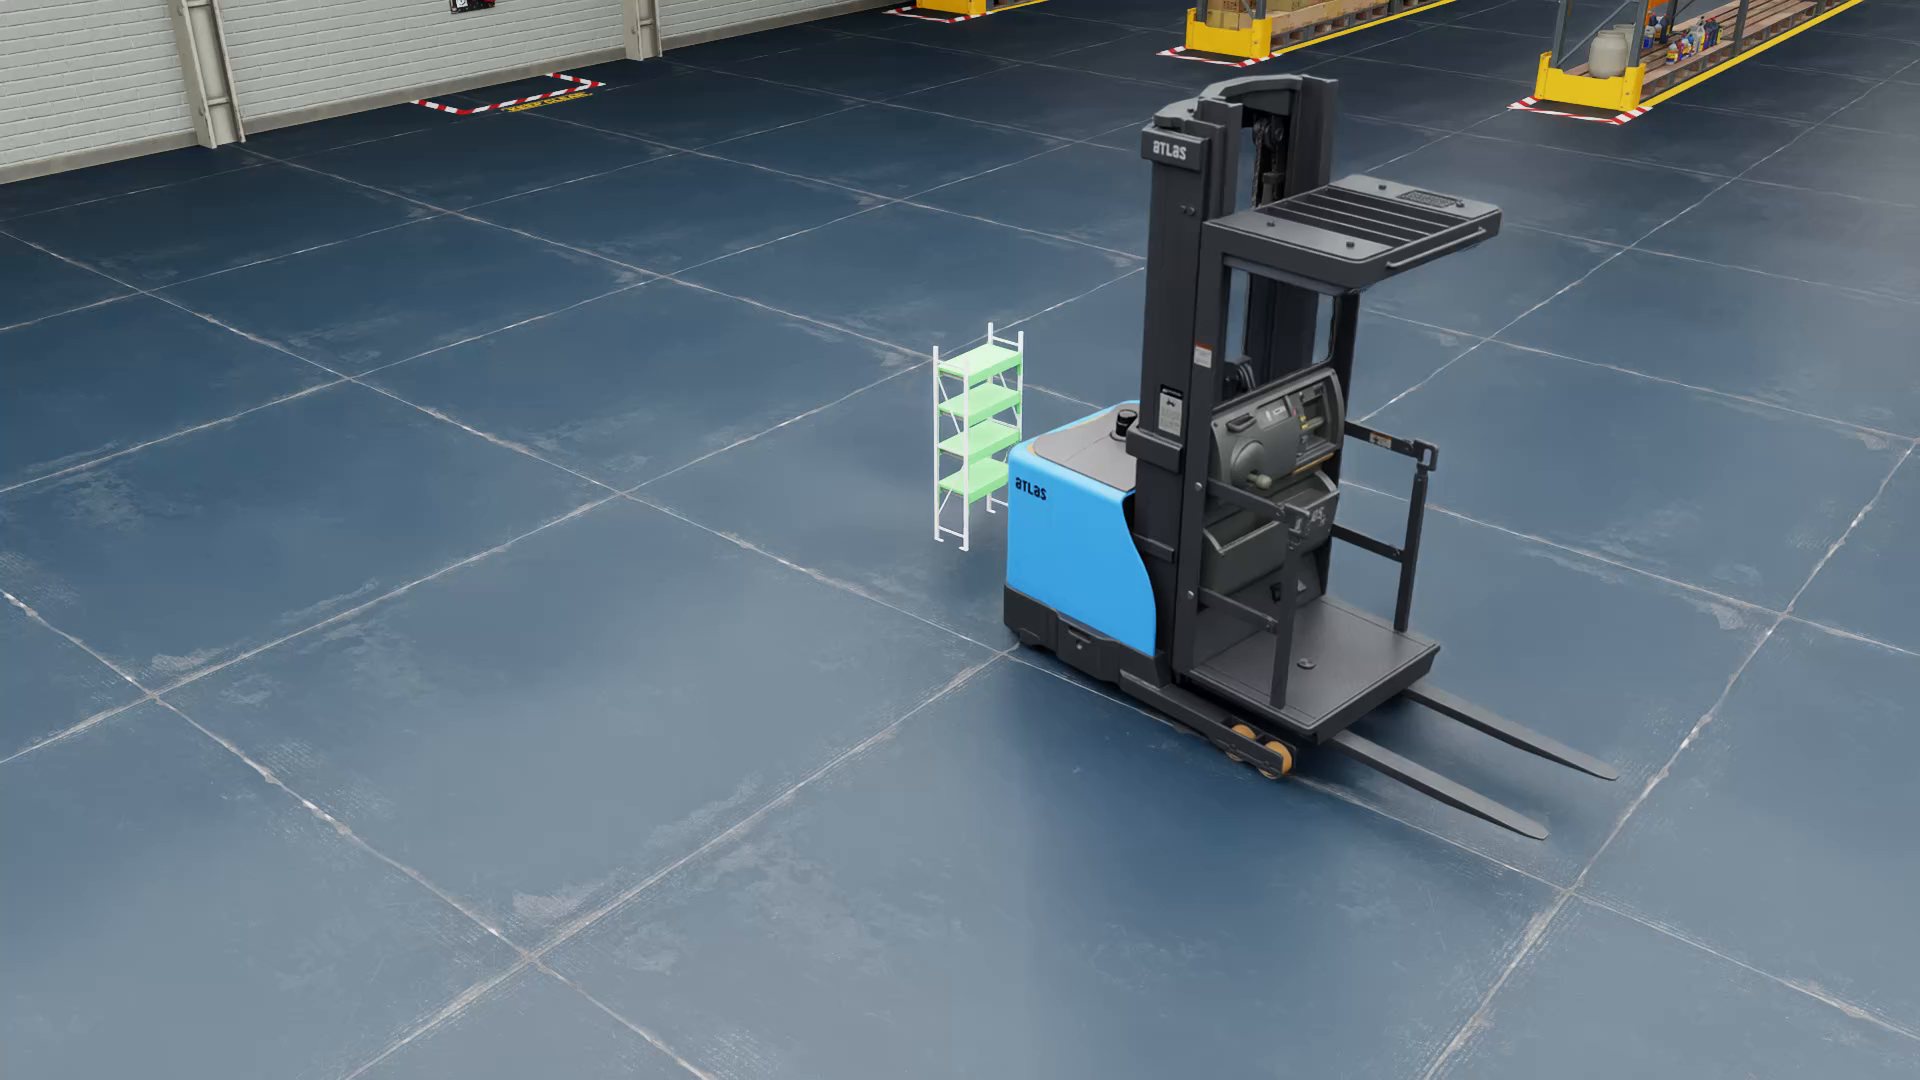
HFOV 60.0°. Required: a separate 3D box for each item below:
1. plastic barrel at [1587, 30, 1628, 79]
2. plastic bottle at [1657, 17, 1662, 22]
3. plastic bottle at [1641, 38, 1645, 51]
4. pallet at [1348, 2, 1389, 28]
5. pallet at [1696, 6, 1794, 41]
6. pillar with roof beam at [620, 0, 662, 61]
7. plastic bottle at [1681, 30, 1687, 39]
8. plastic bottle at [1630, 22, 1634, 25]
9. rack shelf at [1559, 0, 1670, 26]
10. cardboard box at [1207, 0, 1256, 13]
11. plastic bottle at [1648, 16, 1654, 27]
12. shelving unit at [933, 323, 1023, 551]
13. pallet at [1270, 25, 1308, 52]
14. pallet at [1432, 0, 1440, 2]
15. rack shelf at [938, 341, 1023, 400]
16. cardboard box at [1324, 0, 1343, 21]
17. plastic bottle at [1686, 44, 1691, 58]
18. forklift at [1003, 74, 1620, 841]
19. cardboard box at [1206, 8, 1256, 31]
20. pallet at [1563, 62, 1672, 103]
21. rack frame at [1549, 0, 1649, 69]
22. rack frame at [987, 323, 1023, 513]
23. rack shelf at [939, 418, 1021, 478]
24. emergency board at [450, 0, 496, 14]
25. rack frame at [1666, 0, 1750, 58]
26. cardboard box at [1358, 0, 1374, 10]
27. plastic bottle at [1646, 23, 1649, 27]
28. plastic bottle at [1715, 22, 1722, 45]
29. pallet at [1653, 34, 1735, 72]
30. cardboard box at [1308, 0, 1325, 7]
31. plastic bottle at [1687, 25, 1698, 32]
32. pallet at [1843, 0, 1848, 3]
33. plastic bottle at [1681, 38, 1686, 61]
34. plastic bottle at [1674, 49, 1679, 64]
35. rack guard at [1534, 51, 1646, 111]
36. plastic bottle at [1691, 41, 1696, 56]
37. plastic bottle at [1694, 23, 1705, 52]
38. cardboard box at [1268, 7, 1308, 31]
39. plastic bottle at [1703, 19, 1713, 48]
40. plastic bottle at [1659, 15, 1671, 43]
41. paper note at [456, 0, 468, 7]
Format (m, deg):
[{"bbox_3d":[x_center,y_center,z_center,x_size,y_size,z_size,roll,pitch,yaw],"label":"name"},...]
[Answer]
[{"bbox_3d":[7.816,-5.857,20.057,0.421,0.512,0.421,0,27,0],"label":"plastic barrel"},{"bbox_3d":[9.275,-6.816,22.146,0.152,0.276,0.135,22,35,36],"label":"plastic bottle"},{"bbox_3d":[8.780,-6.422,21.466,0.097,0.201,0.097,0,27,0],"label":"plastic bottle"},{"bbox_3d":[5.643,-7.879,24.750,1.003,0.211,1.213,21,34,34],"label":"pallet"},{"bbox_3d":[11.246,-7.424,23.870,1.003,0.211,1.213,21,34,34],"label":"pallet"},{"bbox_3d":[-0.905,-9.195,17.731,9.100,9.000,0.400,21,34,34],"label":"pillar with roof beam"},{"bbox_3d":[9.297,-6.406,21.346,0.061,0.283,0.133,21,34,34],"label":"plastic bottle"},{"bbox_3d":[8.659,-6.508,21.470,0.144,0.351,0.185,22,35,36],"label":"plastic bottle"},{"bbox_3d":[8.729,-6.909,20.624,1.077,0.370,4.000,21,34,34],"label":"rack shelf"},{"bbox_3d":[3.748,-7.544,22.788,0.500,0.500,0.500,21,34,34],"label":"cardboard box"},{"bbox_3d":[9.047,-6.725,21.889,0.144,0.351,0.185,19,33,32],"label":"plastic bottle"},{"bbox_3d":[0.105,-0.592,9.588,0.258,1.200,0.503,21,34,34],"label":"shelving unit"},{"bbox_3d":[4.091,-7.013,23.077,1.003,0.211,1.213,21,34,34],"label":"pallet"},{"bbox_3d":[7.395,-8.855,26.638,1.003,0.211,1.213,21,34,34],"label":"pallet"},{"bbox_3d":[0.105,-0.961,9.397,0.258,0.148,0.480,21,34,34],"label":"rack shelf"},{"bbox_3d":[5.105,-7.590,23.693,0.500,0.250,0.500,21,34,34],"label":"cardboard box"},{"bbox_3d":[9.195,-6.216,21.068,0.097,0.201,0.097,0,27,0],"label":"plastic bottle"},{"bbox_3d":[1.607,-0.474,7.477,1.130,2.935,3.031,-24,36,-38],"label":"forklift"},{"bbox_3d":[3.750,-7.210,22.959,0.500,0.250,0.500,21,34,34],"label":"cardboard box"},{"bbox_3d":[7.990,-5.608,20.361,1.003,0.211,1.213,21,34,34],"label":"pallet"},{"bbox_3d":[7.457,-6.520,19.088,1.000,3.000,0.127,21,34,34],"label":"rack frame"},{"bbox_3d":[0.261,-0.678,9.755,0.240,1.200,0.015,21,34,34],"label":"rack frame"},{"bbox_3d":[0.105,-0.535,9.617,0.258,0.148,0.480,21,34,34],"label":"rack shelf"},{"bbox_3d":[-5.828,-6.924,19.869,0.194,1.169,0.643,21,34,34],"label":"emergency board"},{"bbox_3d":[10.001,-7.938,21.829,1.000,3.000,0.127,21,34,34],"label":"rack frame"},{"bbox_3d":[5.729,-7.949,24.387,0.500,0.250,0.500,21,34,34],"label":"cardboard box"},{"bbox_3d":[8.983,-6.626,21.785,0.097,0.271,0.097,0,27,0],"label":"plastic bottle"},{"bbox_3d":[9.949,-6.660,21.836,0.061,0.283,0.133,23,35,37],"label":"plastic bottle"},{"bbox_3d":[9.542,-6.473,22.033,1.003,0.211,1.213,21,34,34],"label":"pallet"},{"bbox_3d":[4.774,-7.751,23.188,0.500,0.500,0.500,21,34,34],"label":"cardboard box"},{"bbox_3d":[9.561,-6.577,21.685,0.152,0.276,0.135,21,34,34],"label":"plastic bottle"},{"bbox_3d":[13.791,-8.840,26.608,1.003,0.211,1.213,21,34,34],"label":"pallet"},{"bbox_3d":[9.068,-6.176,20.915,0.097,0.271,0.097,0,27,0],"label":"plastic bottle"},{"bbox_3d":[8.916,-6.061,20.767,0.097,0.201,0.097,0,27,0],"label":"plastic bottle"},{"bbox_3d":[7.469,-5.450,19.741,1.175,0.500,0.348,21,34,34],"label":"rack guard"},{"bbox_3d":[9.326,-6.289,21.209,0.097,0.201,0.097,0,27,0],"label":"plastic bottle"},{"bbox_3d":[9.486,-6.462,21.380,0.144,0.351,0.185,21,34,34],"label":"plastic bottle"},{"bbox_3d":[4.465,-7.237,23.011,0.500,0.250,0.500,21,34,34],"label":"cardboard box"},{"bbox_3d":[9.692,-6.576,21.601,0.144,0.351,0.185,19,33,32],"label":"plastic bottle"},{"bbox_3d":[9.279,-6.750,21.937,0.144,0.351,0.185,21,34,34],"label":"plastic bottle"},{"bbox_3d":[-5.994,-6.490,19.989,0.016,0.148,0.142,21,34,34],"label":"paper note"}]
